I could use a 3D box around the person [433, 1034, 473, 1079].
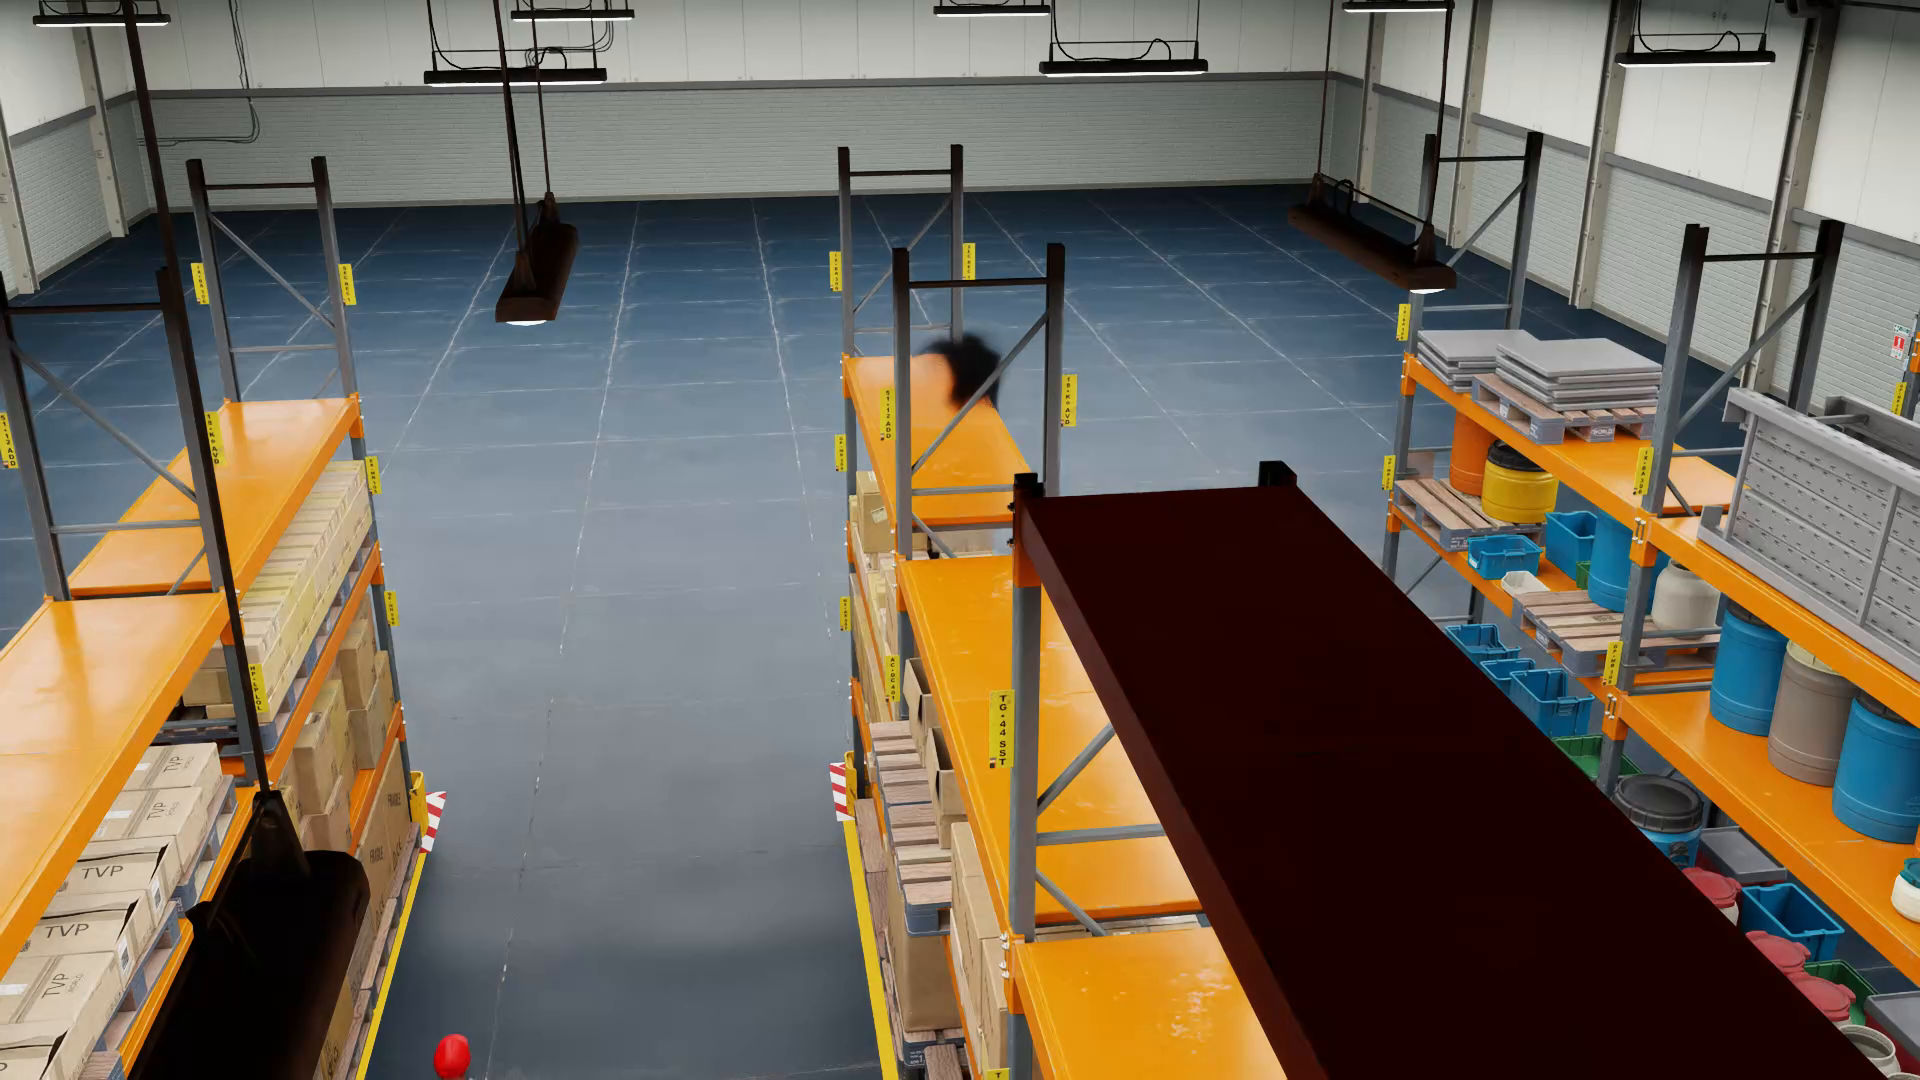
[{"bbox_3d":[-2.898,3.732,9.840,0.672,1.855,0.760,-6,22,-14],"label":"person"}]
